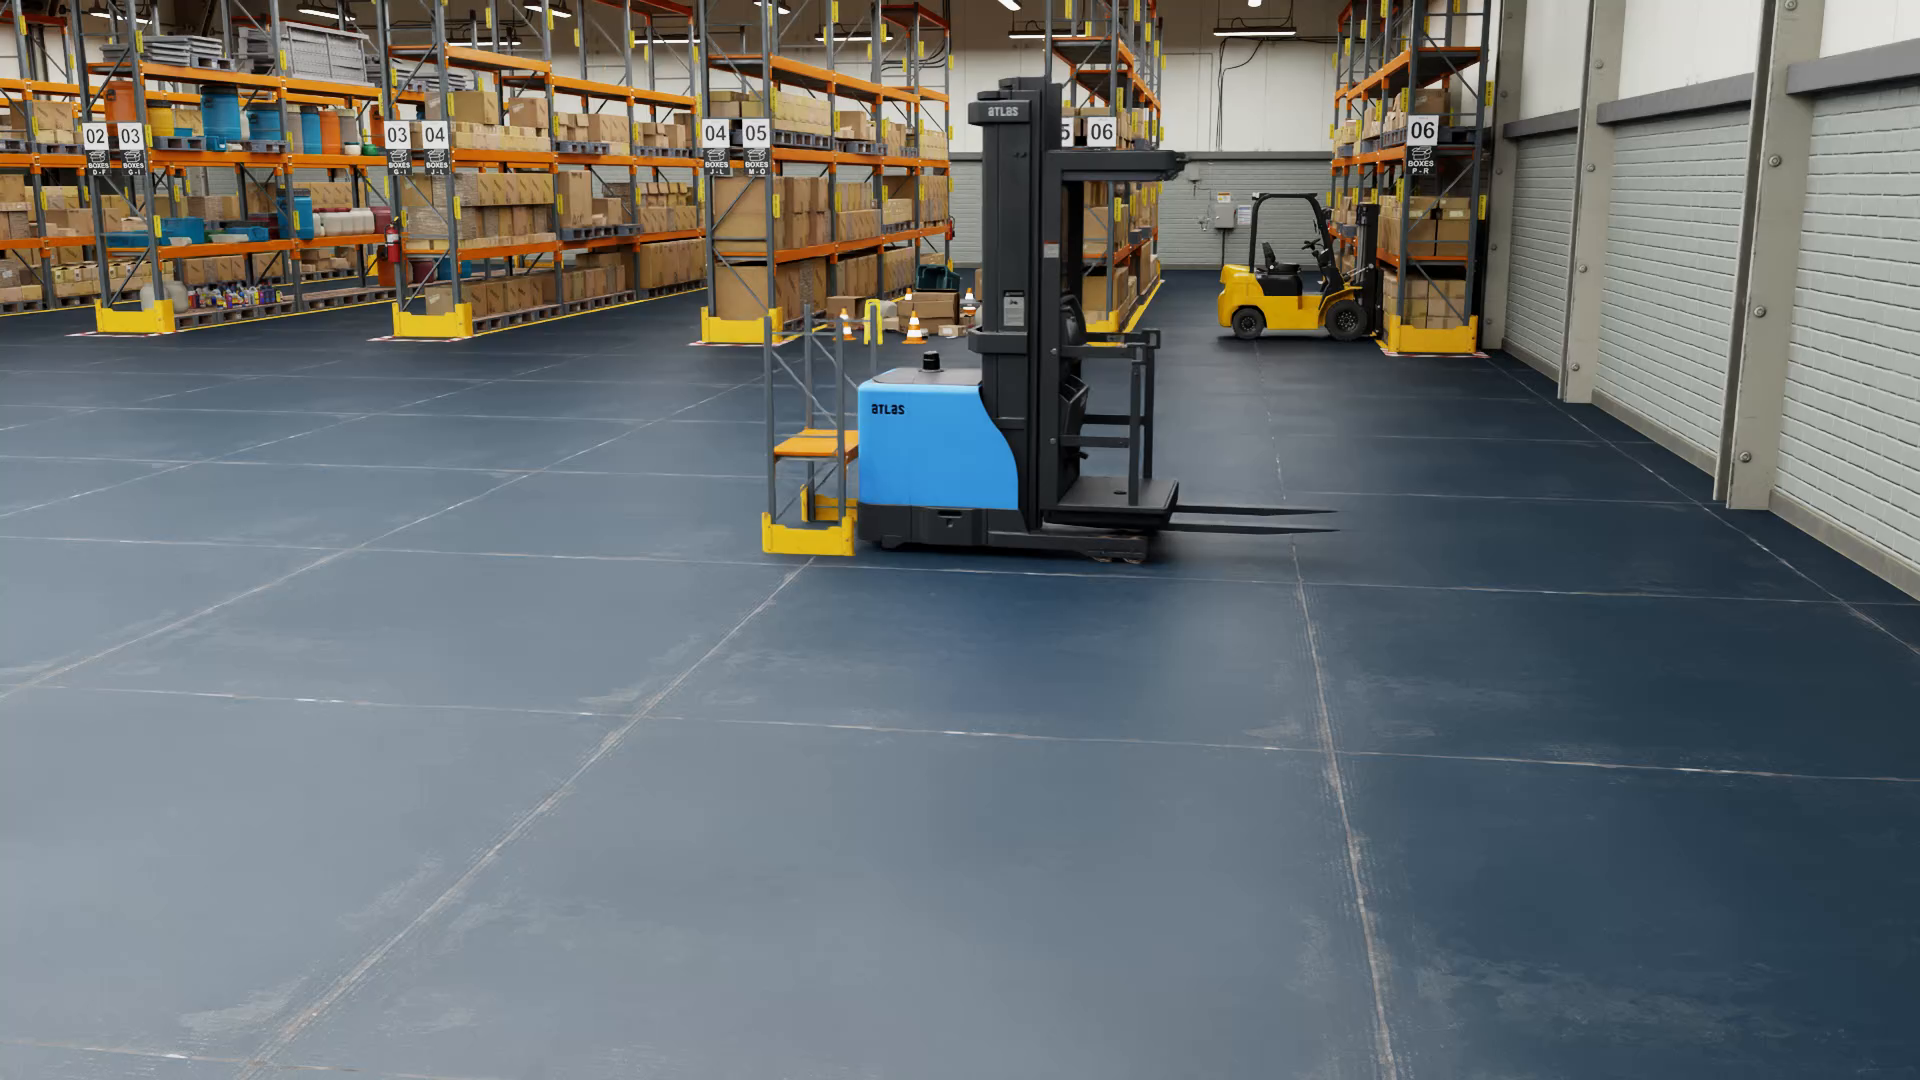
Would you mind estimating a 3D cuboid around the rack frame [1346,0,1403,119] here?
[{"bbox_3d":[8.440,-9.542,33.909,1.000,3.000,0.127,2,12,9],"label":"rack frame"}]

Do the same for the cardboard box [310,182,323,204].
[{"bbox_3d":[-15.537,-8.253,39.558,0.500,0.500,0.500,2,12,7],"label":"cardboard box"}]

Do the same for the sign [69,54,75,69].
[{"bbox_3d":[-20.403,-10.985,38.199,0.100,0.325,0.005,2,12,9],"label":"sign"}]

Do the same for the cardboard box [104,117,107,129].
[{"bbox_3d":[-20.481,-9.832,39.717,0.500,0.500,0.500,2,12,7],"label":"cardboard box"}]

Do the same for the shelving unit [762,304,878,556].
[{"bbox_3d":[-0.888,-0.754,10.933,0.587,1.500,1.083,2,12,9],"label":"shelving unit"}]

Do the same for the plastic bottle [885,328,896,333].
[{"bbox_3d":[-1.096,-3.296,26.140,0.133,0.061,0.283,-2,12,-11],"label":"plastic bottle"}]

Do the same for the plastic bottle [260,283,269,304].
[{"bbox_3d":[-12.226,-4.322,29.172,0.144,0.351,0.185,1,12,6],"label":"plastic bottle"}]

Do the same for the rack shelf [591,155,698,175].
[{"bbox_3d":[-6.565,-7.789,34.601,1.077,0.370,4.000,2,12,9],"label":"rack shelf"}]

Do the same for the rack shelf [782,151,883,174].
[{"bbox_3d":[-2.295,-6.774,29.894,1.077,0.370,4.000,2,12,9],"label":"rack shelf"}]

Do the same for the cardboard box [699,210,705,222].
[{"bbox_3d":[-5.926,-7.252,37.172,0.500,0.250,0.500,2,12,8],"label":"cardboard box"}]

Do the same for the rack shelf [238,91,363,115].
[{"bbox_3d":[-15.738,-10.408,39.642,1.077,0.370,4.000,2,12,9],"label":"rack shelf"}]

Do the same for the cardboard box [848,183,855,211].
[{"bbox_3d":[-2.298,-6.202,30.040,0.700,0.500,0.500,2,12,8],"label":"cardboard box"}]

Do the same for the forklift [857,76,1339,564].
[{"bbox_3d":[0.907,-1.408,10.568,3.031,2.935,1.130,2,12,11],"label":"forklift"}]

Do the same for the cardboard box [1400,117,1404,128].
[{"bbox_3d":[6.422,-5.891,23.451,0.380,0.149,0.250,2,12,7],"label":"cardboard box"}]

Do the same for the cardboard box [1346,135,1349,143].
[{"bbox_3d":[7.798,-7.892,32.737,0.380,0.149,0.250,2,12,10],"label":"cardboard box"}]

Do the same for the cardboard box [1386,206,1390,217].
[{"bbox_3d":[6.675,-4.986,25.234,0.380,0.149,0.250,1,12,7],"label":"cardboard box"}]

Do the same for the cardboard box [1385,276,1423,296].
[{"bbox_3d":[6.430,-3.673,24.075,0.500,0.250,0.500,2,12,10],"label":"cardboard box"}]

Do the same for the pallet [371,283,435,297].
[{"bbox_3d":[-11.687,-5.220,34.716,1.003,0.211,1.213,2,12,9],"label":"pallet"}]

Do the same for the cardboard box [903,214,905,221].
[{"bbox_3d":[-1.356,-6.744,34.765,0.380,0.149,0.250,1,12,6],"label":"cardboard box"}]

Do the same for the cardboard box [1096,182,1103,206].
[{"bbox_3d":[1.828,-5.382,25.528,0.700,0.500,0.500,2,12,8],"label":"cardboard box"}]

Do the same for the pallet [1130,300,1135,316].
[{"bbox_3d":[2.608,-4.157,29.784,1.003,0.211,1.213,2,12,9],"label":"pallet"}]

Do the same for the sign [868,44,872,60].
[{"bbox_3d":[-1.905,-10.358,35.290,0.100,0.325,0.005,2,12,9],"label":"sign"}]

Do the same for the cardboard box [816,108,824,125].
[{"bbox_3d":[-2.503,-6.820,26.814,0.500,0.250,0.500,2,12,8],"label":"cardboard box"}]

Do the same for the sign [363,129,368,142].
[{"bbox_3d":[-14.885,-10.122,41.618,0.100,0.325,0.005,2,12,9],"label":"sign"}]

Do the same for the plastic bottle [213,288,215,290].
[{"bbox_3d":[-13.012,-4.246,28.977,0.061,0.283,0.133,2,12,11],"label":"plastic bottle"}]

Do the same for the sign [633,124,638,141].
[{"bbox_3d":[-6.337,-7.959,32.455,0.100,0.325,0.005,2,12,9],"label":"sign"}]

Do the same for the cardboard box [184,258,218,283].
[{"bbox_3d":[-16.233,-5.767,35.523,0.500,0.500,0.500,1,12,7],"label":"cardboard box"}]

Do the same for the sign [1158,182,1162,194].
[{"bbox_3d":[4.684,-8.263,38.905,0.100,0.325,0.005,2,12,9],"label":"sign"}]

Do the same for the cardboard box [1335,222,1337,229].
[{"bbox_3d":[8.466,-6.937,36.660,0.380,0.149,0.250,2,12,10],"label":"cardboard box"}]

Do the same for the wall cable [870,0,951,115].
[{"bbox_3d":[-1.367,-13.494,44.610,2.277,5.999,0.120,2,12,9],"label":"wall cable"}]

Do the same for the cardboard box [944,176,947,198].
[{"bbox_3d":[-0.582,-8.321,39.167,0.500,0.500,0.500,2,12,7],"label":"cardboard box"}]

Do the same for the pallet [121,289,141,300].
[{"bbox_3d":[-16.826,-5.046,33.907,1.003,0.211,1.213,2,12,9],"label":"pallet"}]

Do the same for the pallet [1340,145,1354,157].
[{"bbox_3d":[8.114,-7.634,32.623,1.213,0.211,1.003,2,12,9],"label":"pallet"}]

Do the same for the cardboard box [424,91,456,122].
[{"bbox_3d":[-8.115,-6.828,26.307,0.500,0.500,0.500,2,12,9],"label":"cardboard box"}]

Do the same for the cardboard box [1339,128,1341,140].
[{"bbox_3d":[8.510,-8.824,36.160,0.500,0.250,0.500,2,12,10],"label":"cardboard box"}]

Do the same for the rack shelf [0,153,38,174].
[{"bbox_3d":[-17.583,-6.445,28.367,1.077,0.370,4.000,2,12,9],"label":"rack shelf"}]

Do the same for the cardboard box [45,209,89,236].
[{"bbox_3d":[-17.061,-6.065,31.776,0.500,0.500,0.500,3,12,13],"label":"cardboard box"}]

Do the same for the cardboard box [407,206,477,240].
[{"bbox_3d":[-7.991,-4.900,25.667,0.875,0.500,0.500,2,12,9],"label":"cardboard box"}]

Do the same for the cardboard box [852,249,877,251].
[{"bbox_3d":[-1.981,-5.787,33.884,0.500,0.250,0.500,2,12,10],"label":"cardboard box"}]

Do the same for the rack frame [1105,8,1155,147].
[{"bbox_3d":[3.535,-9.702,34.651,1.000,3.000,0.127,2,12,9],"label":"rack frame"}]

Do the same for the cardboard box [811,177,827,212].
[{"bbox_3d":[-2.663,-5.650,27.173,0.875,0.550,0.550,2,12,9],"label":"cardboard box"}]

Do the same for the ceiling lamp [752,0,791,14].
[{"bbox_3d":[-3.663,-12.613,34.306,0.800,3.185,2.000,2,12,9],"label":"ceiling lamp"}]

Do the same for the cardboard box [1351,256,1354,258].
[{"bbox_3d":[7.983,-5.570,33.114,0.380,0.149,0.250,2,12,11],"label":"cardboard box"}]

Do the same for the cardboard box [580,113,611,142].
[{"bbox_3d":[-6.858,-7.700,31.059,0.500,0.500,0.500,2,12,10],"label":"cardboard box"}]

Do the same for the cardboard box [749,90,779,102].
[{"bbox_3d":[-2.852,-6.457,24.185,0.380,0.149,0.250,2,12,9],"label":"cardboard box"}]

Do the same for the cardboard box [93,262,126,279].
[{"bbox_3d":[-16.731,-5.280,32.572,0.500,0.311,0.500,2,12,10],"label":"cardboard box"}]

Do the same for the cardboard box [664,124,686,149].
[{"bbox_3d":[-6.337,-8.690,35.841,0.700,0.500,0.500,2,12,10],"label":"cardboard box"}]

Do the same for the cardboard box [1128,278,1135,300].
[{"bbox_3d":[2.717,-4.586,30.394,0.950,0.372,0.625,2,12,8],"label":"cardboard box"}]

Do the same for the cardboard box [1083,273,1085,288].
[{"bbox_3d":[1.631,-3.783,25.176,0.500,0.500,0.500,2,12,11],"label":"cardboard box"}]

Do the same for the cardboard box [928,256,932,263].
[{"bbox_3d":[-0.849,-6.400,37.931,0.380,0.149,0.250,2,12,9],"label":"cardboard box"}]

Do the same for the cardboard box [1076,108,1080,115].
[{"bbox_3d":[1.527,-6.137,23.933,0.380,0.149,0.250,2,12,10],"label":"cardboard box"}]

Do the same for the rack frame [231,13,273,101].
[{"bbox_3d":[-16.045,-10.345,37.634,1.000,3.000,0.127,2,12,9],"label":"rack frame"}]

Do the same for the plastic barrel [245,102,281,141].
[{"bbox_3d":[-12.518,-7.410,29.945,0.600,0.901,0.708,2,12,9],"label":"plastic barrel"}]

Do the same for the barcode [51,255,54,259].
[{"bbox_3d":[-16.825,-5.249,30.838,0.001,0.075,0.075,2,12,9],"label":"barcode"}]
